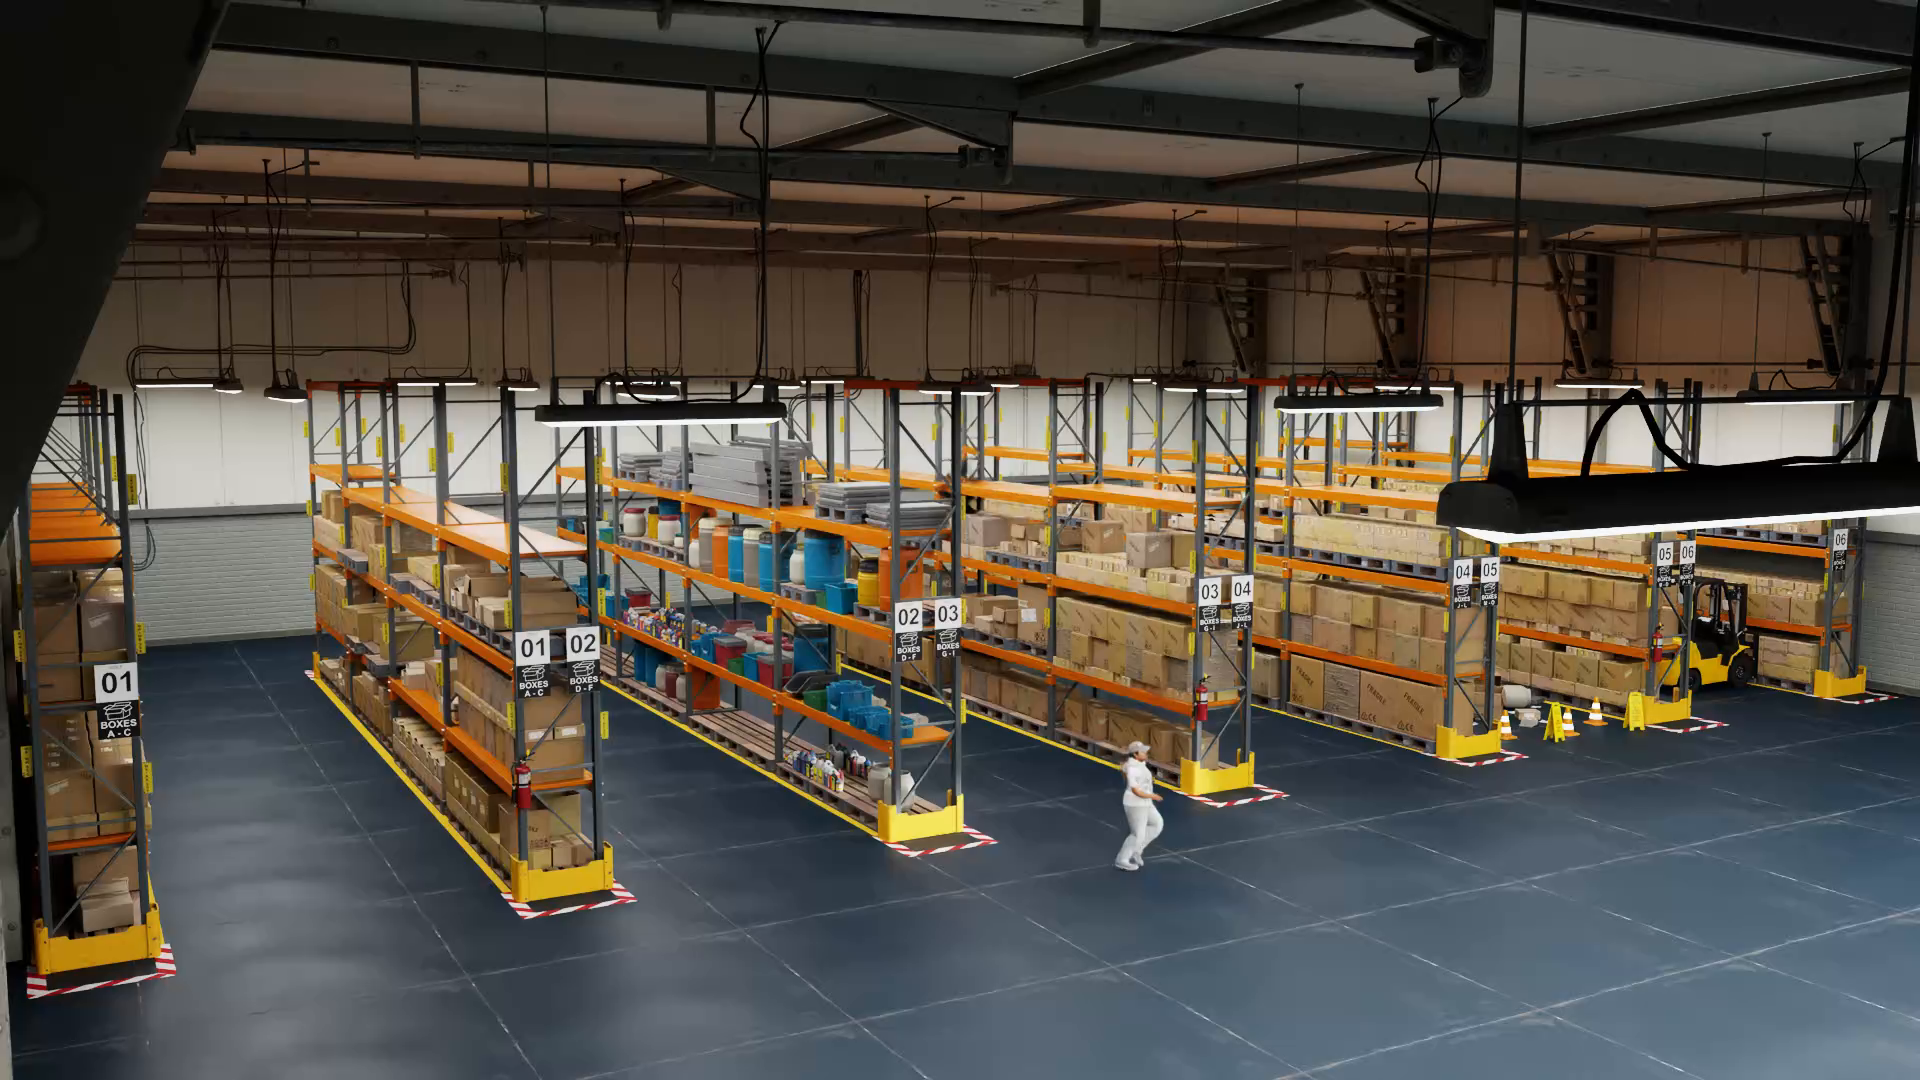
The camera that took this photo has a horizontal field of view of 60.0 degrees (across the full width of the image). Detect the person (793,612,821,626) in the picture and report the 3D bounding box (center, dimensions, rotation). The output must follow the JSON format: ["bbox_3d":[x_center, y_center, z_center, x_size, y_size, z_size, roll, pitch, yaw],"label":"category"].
[{"bbox_3d":[-3.092,1.848,33.915,0.650,1.803,0.734,-4,7,-32],"label":"person"}]

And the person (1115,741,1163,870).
[{"bbox_3d":[2.244,3.308,20.807,0.595,1.631,0.615,1,6,10],"label":"person"}]
